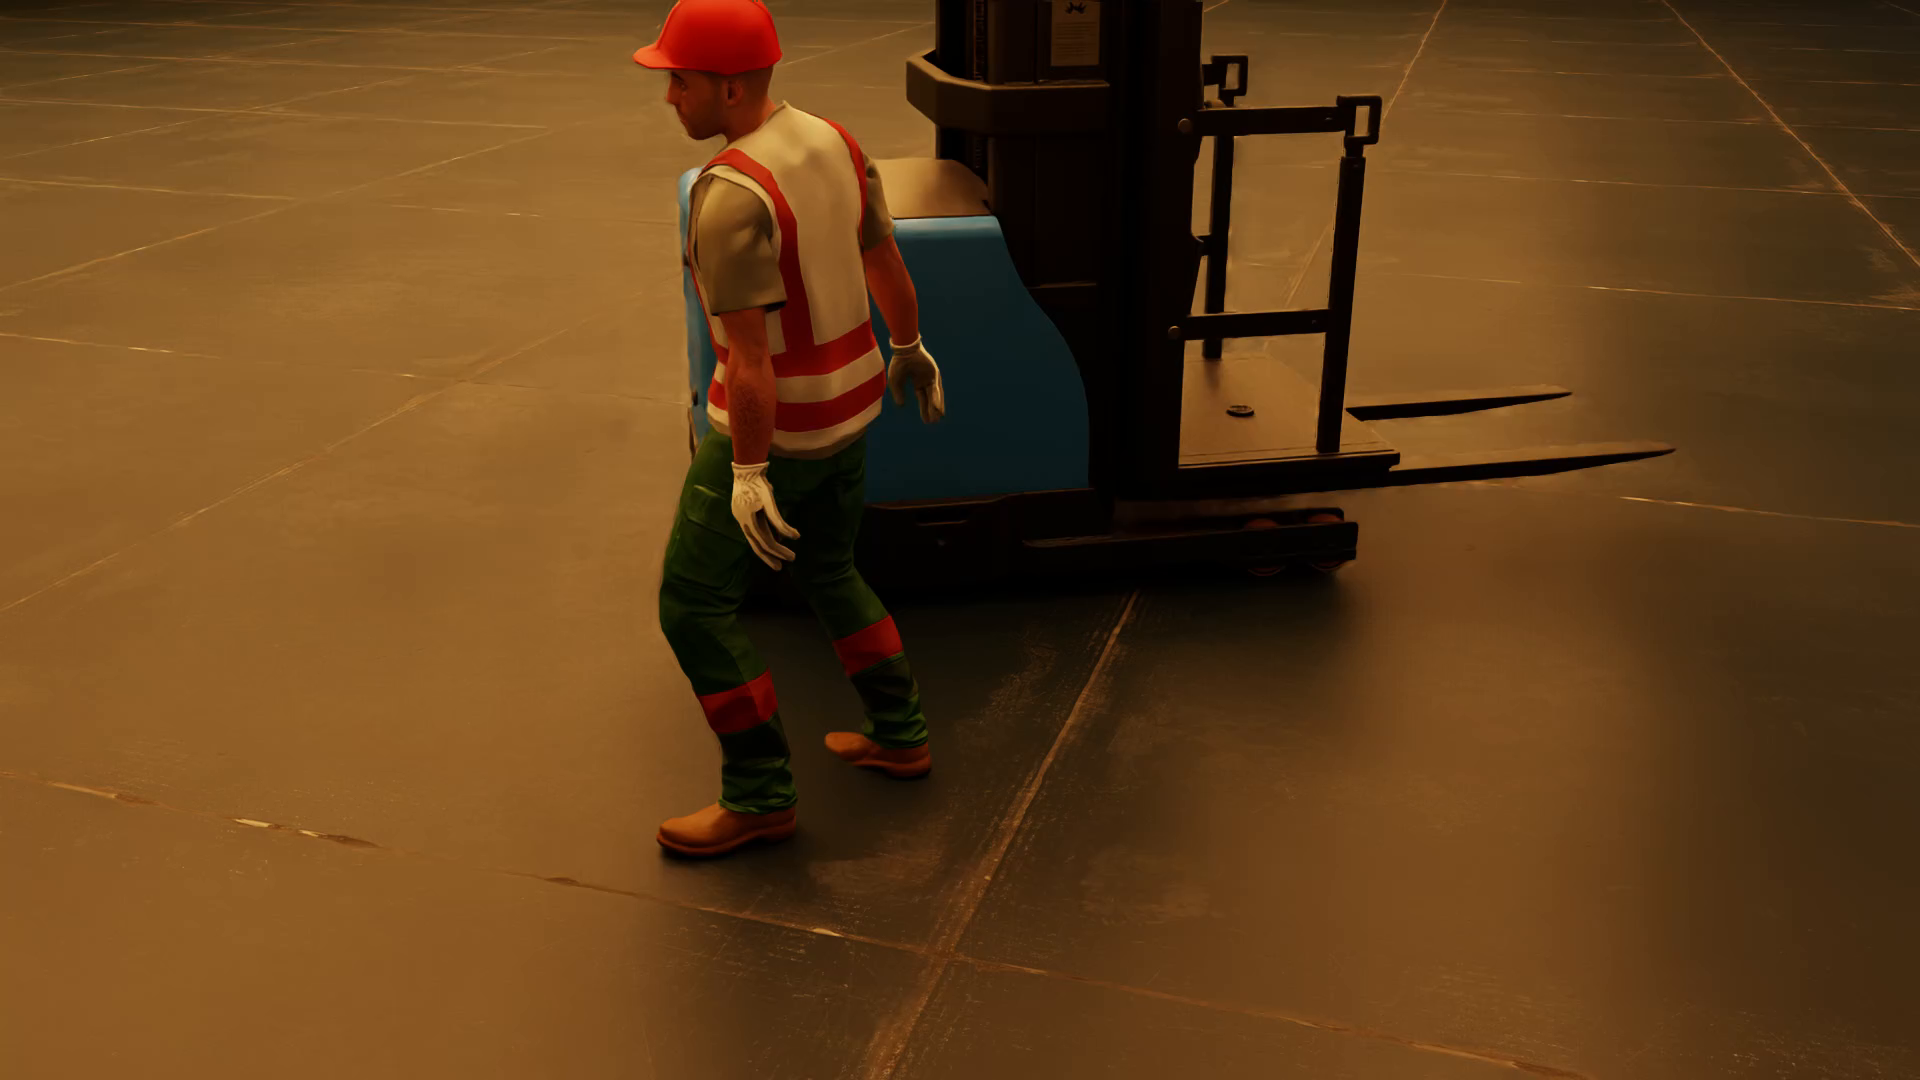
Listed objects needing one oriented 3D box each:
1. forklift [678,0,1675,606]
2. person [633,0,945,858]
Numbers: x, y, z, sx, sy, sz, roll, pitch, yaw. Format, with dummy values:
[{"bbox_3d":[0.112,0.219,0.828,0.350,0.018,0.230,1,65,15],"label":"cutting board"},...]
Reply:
[{"bbox_3d":[0.700,-1.441,4.771,3.031,2.935,1.130,-4,23,-11],"label":"forklift"},{"bbox_3d":[-0.338,-0.248,3.492,0.465,1.750,0.868,12,25,26],"label":"person"}]
